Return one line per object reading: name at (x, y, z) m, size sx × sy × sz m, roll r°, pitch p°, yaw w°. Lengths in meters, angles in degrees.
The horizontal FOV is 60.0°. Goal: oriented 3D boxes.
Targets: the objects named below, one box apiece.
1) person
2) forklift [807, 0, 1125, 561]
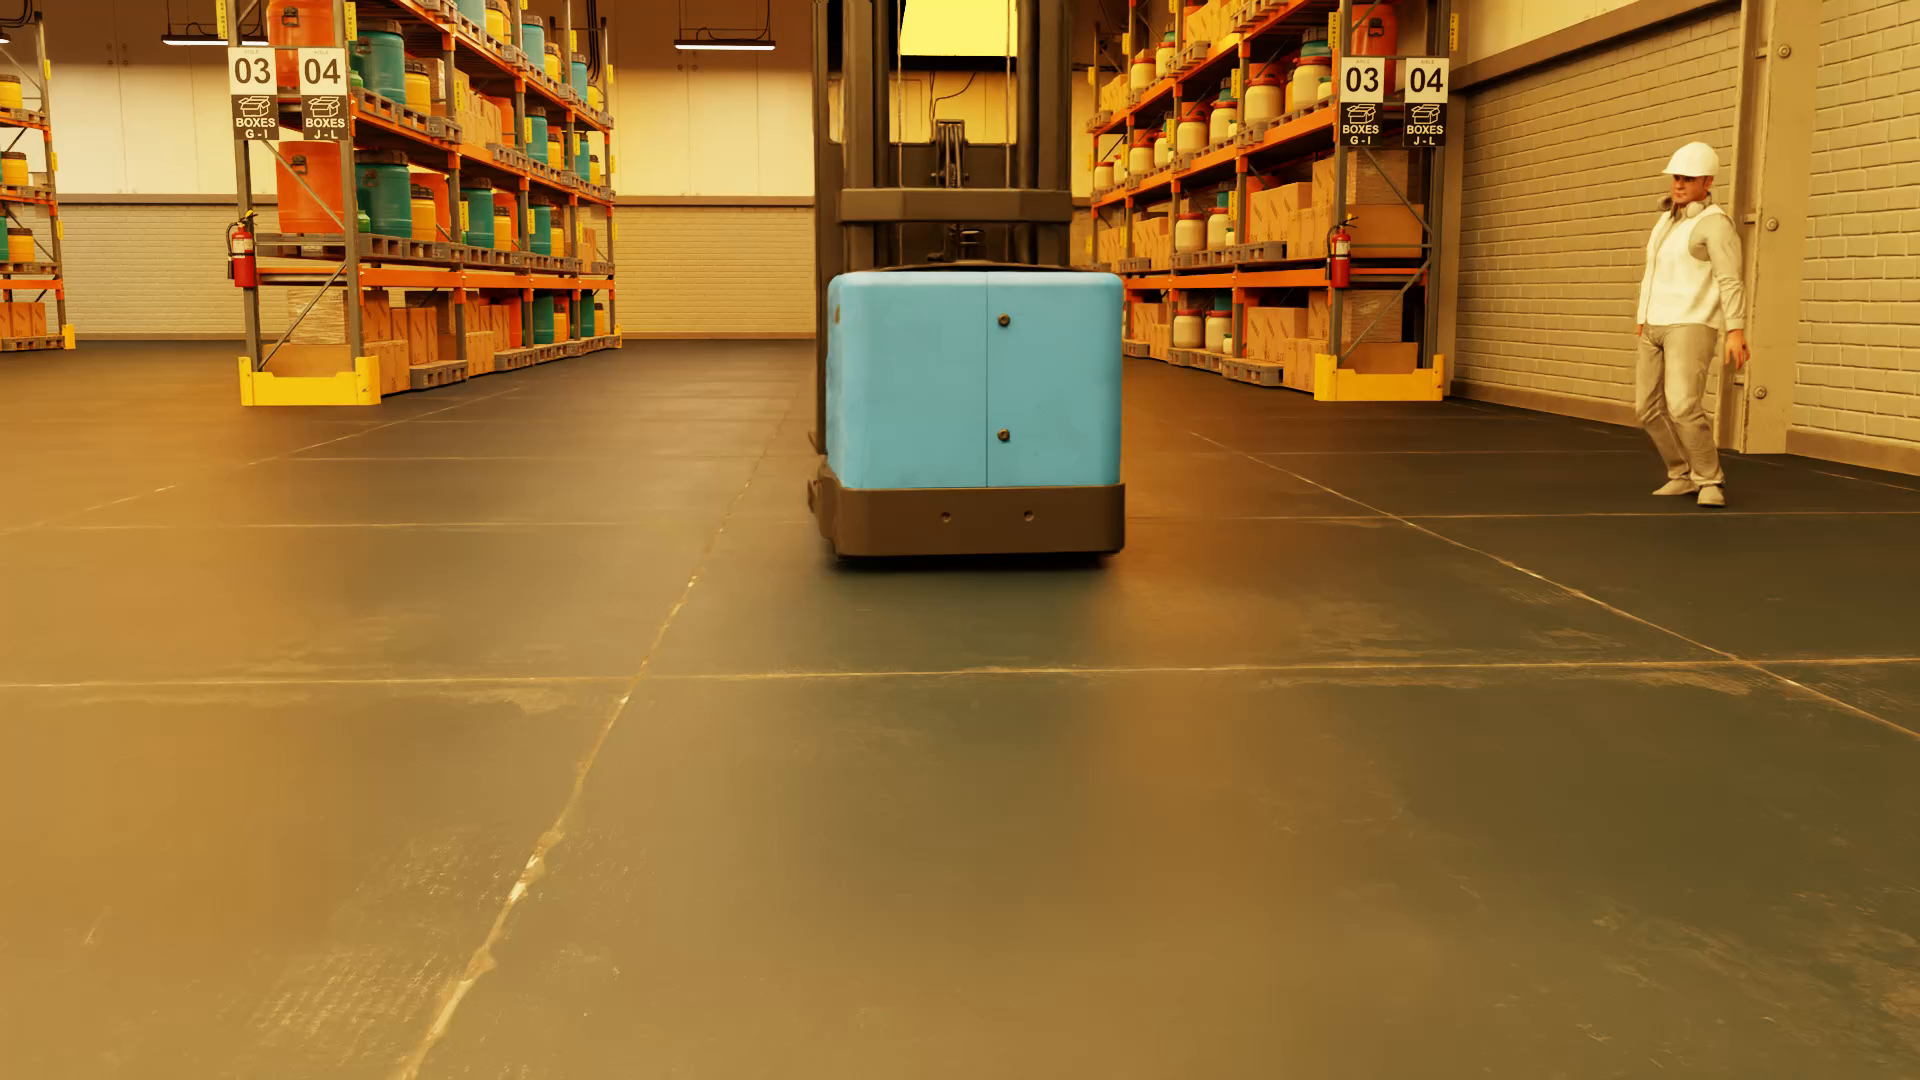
person at (3.549, -1.036, 8.129) m, size 0.480 × 1.752 × 0.871 m, roll -1°, pitch 9°, yaw -7°
forklift at (-0.109, -1.549, 7.260) m, size 1.130 × 2.935 × 3.031 m, roll -1°, pitch 9°, yaw -8°
